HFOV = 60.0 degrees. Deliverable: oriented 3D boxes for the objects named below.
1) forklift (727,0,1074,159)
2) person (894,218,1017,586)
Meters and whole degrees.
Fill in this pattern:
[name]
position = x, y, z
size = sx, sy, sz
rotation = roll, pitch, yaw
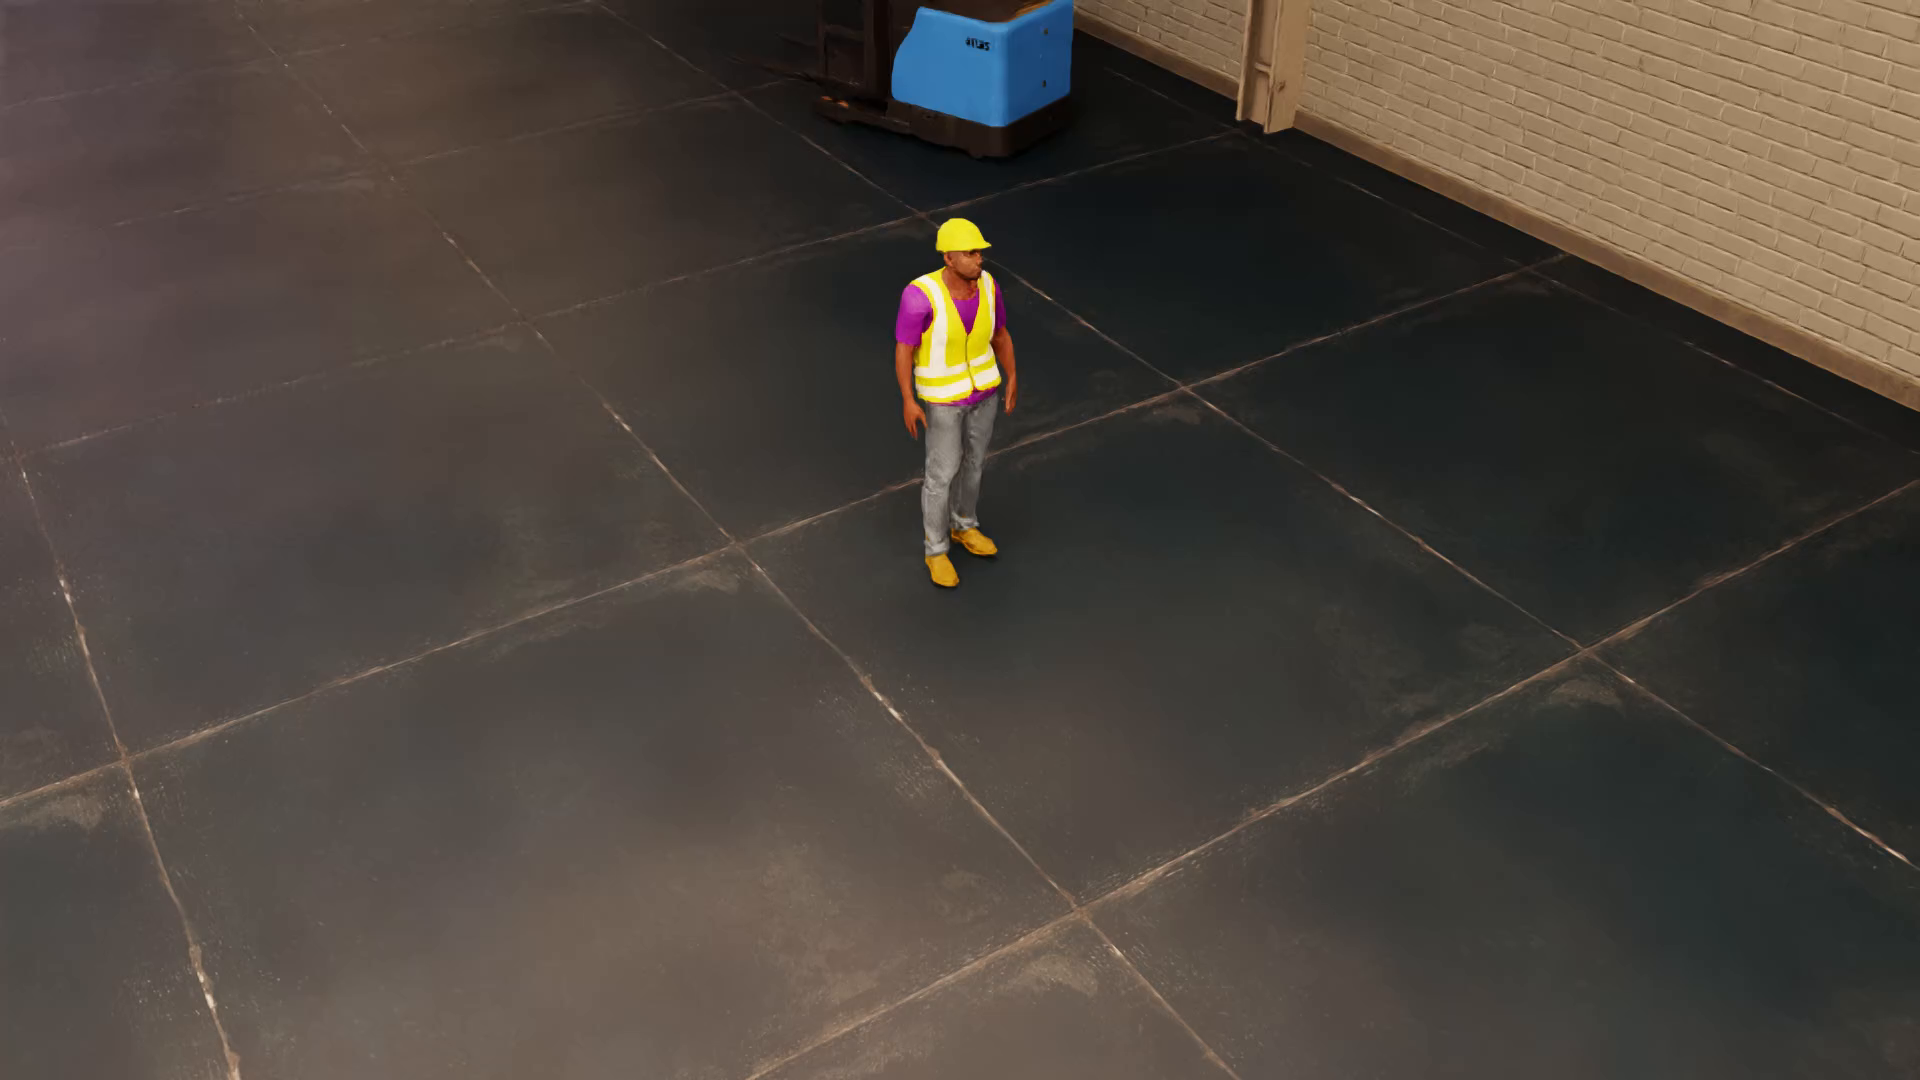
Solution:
[forklift]
position = -0.587, -4.813, 12.997
size = 3.031, 2.935, 1.130
rotation = 23, 41, 29
[person]
position = 0.034, -0.693, 8.135
size = 0.665, 1.766, 0.576
rotation = -21, 40, -27
